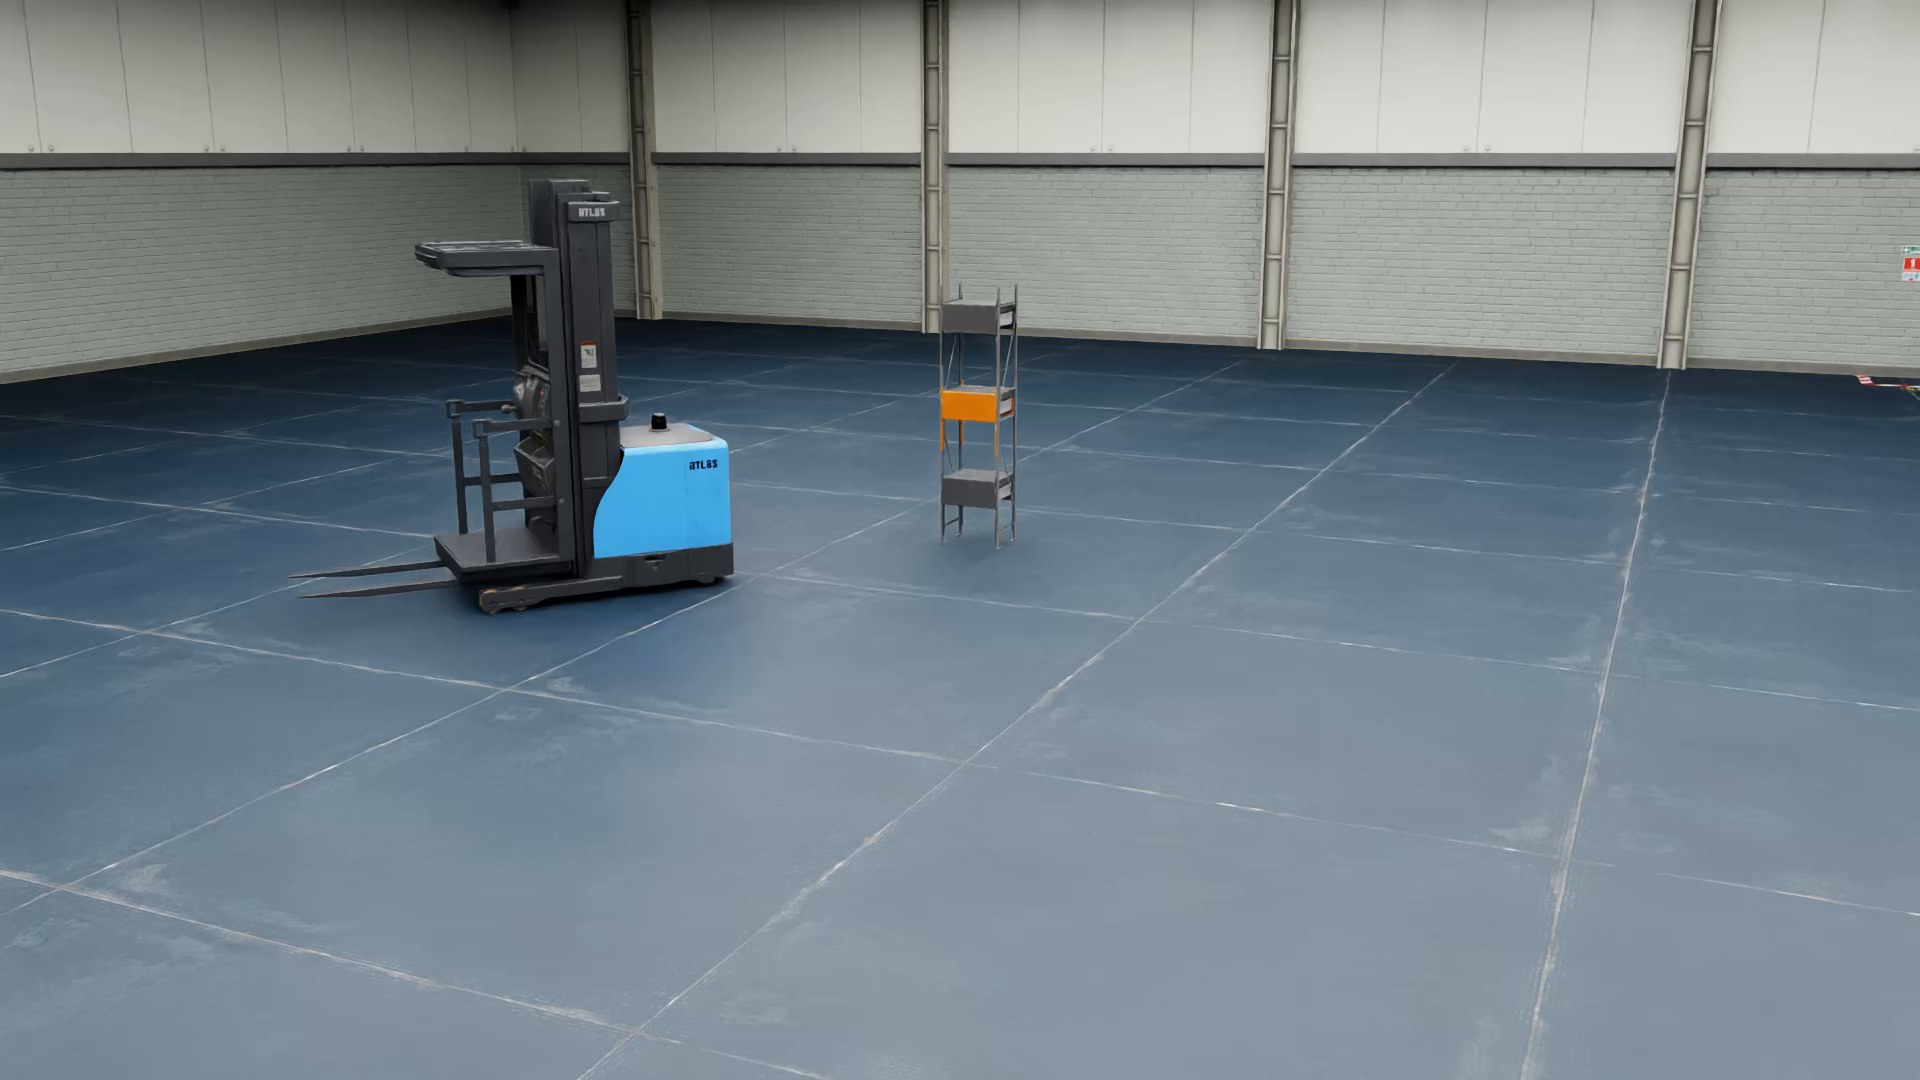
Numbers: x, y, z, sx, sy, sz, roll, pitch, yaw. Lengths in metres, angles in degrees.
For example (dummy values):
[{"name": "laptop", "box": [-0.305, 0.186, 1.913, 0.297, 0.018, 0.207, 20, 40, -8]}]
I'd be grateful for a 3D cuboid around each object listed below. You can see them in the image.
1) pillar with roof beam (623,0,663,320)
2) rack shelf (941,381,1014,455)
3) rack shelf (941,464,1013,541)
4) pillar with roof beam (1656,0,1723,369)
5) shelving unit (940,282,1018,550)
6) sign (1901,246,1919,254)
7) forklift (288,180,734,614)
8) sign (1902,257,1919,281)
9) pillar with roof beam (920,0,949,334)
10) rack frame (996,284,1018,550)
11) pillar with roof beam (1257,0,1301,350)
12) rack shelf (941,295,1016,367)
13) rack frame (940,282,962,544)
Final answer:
[{"name": "pillar with roof beam", "box": [-7.660, -7.703, 26.885, 0.400, 9.000, 9.100, 6, 14, 23]}, {"name": "rack shelf", "box": [0.151, -0.994, 13.453, 0.480, 0.518, 0.431, 6, 14, 23]}, {"name": "rack shelf", "box": [0.151, -0.312, 13.613, 0.480, 0.518, 0.431, 6, 14, 23]}, {"name": "pillar with roof beam", "box": [8.797, -6.038, 19.787, 0.400, 9.000, 9.100, 6, 14, 23]}, {"name": "shelving unit", "box": [0.151, -1.007, 13.450, 0.503, 2.100, 0.431, 6, 14, 23]}, {"name": "sign", "box": [13.320, -4.044, 23.183, 0.331, 0.109, 0.001, 6, 14, 23]}, {"name": "forklift", "box": [-3.236, -1.051, 11.818, 3.031, 2.935, 1.130, -7, 15, -26]}, {"name": "sign", "box": [13.319, -3.788, 23.253, 0.234, 0.329, 0.001, 6, 14, 23]}, {"name": "pillar with roof beam", "box": [-2.174, -7.148, 24.519, 0.400, 9.000, 9.100, 6, 14, 23]}, {"name": "rack frame", "box": [0.374, -0.984, 13.353, 0.015, 2.100, 0.400, 6, 14, 23]}, {"name": "pillar with roof beam", "box": [3.312, -6.593, 22.153, 0.400, 9.000, 9.100, 6, 14, 23]}, {"name": "rack shelf", "box": [0.151, -1.675, 13.293, 0.480, 0.518, 0.431, 6, 14, 23]}, {"name": "rack frame", "box": [-0.072, -1.029, 13.546, 0.015, 2.100, 0.400, 6, 14, 23]}]
